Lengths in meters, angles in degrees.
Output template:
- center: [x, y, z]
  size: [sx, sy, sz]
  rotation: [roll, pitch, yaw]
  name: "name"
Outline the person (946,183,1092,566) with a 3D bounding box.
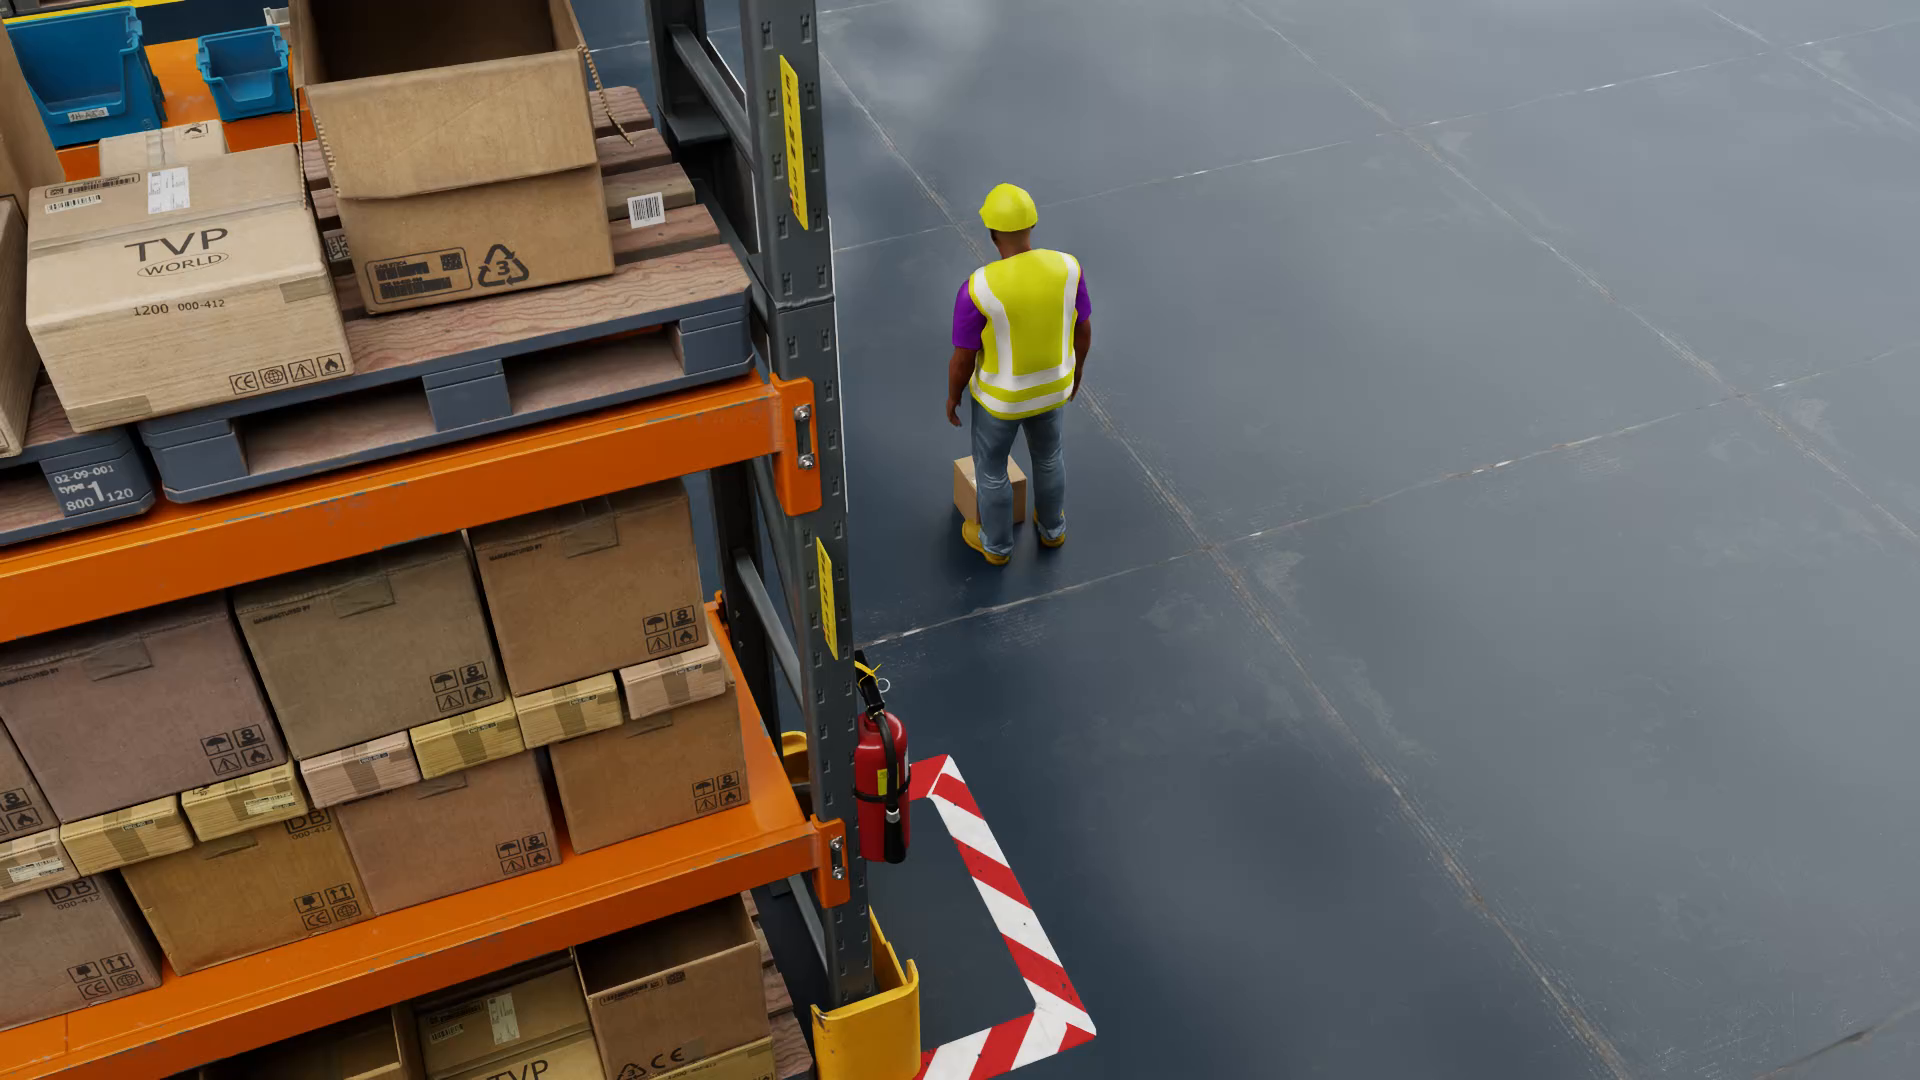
- center: [0.234, -0.654, 6.884]
  size: [0.626, 1.761, 0.458]
  rotation: [-15, 44, -17]
  name: "person"
